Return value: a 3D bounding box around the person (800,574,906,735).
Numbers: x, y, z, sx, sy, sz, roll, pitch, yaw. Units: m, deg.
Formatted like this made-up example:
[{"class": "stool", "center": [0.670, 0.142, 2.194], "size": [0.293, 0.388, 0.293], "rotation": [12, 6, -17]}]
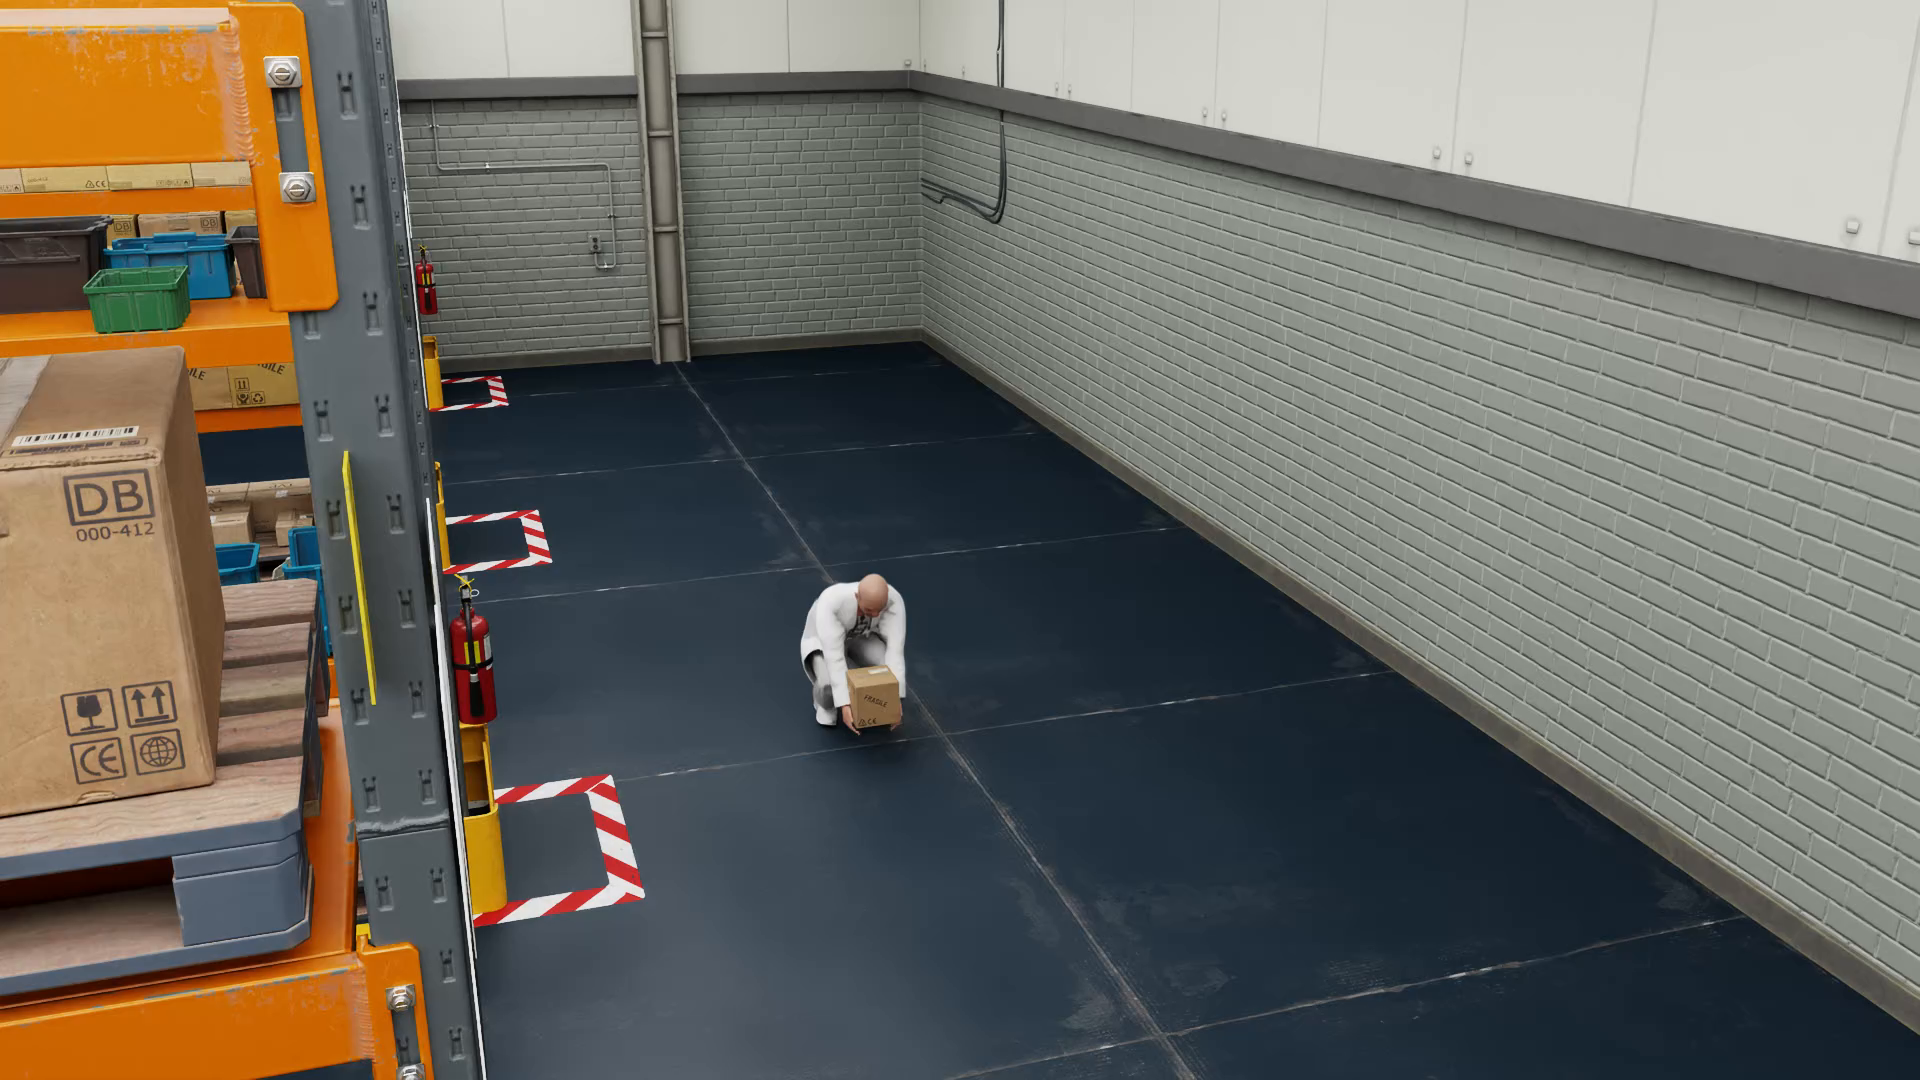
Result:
[{"class": "person", "center": [-0.607, 0.604, 9.538], "size": [0.585, 1.000, 0.918], "rotation": [-6, 20, -18]}]
